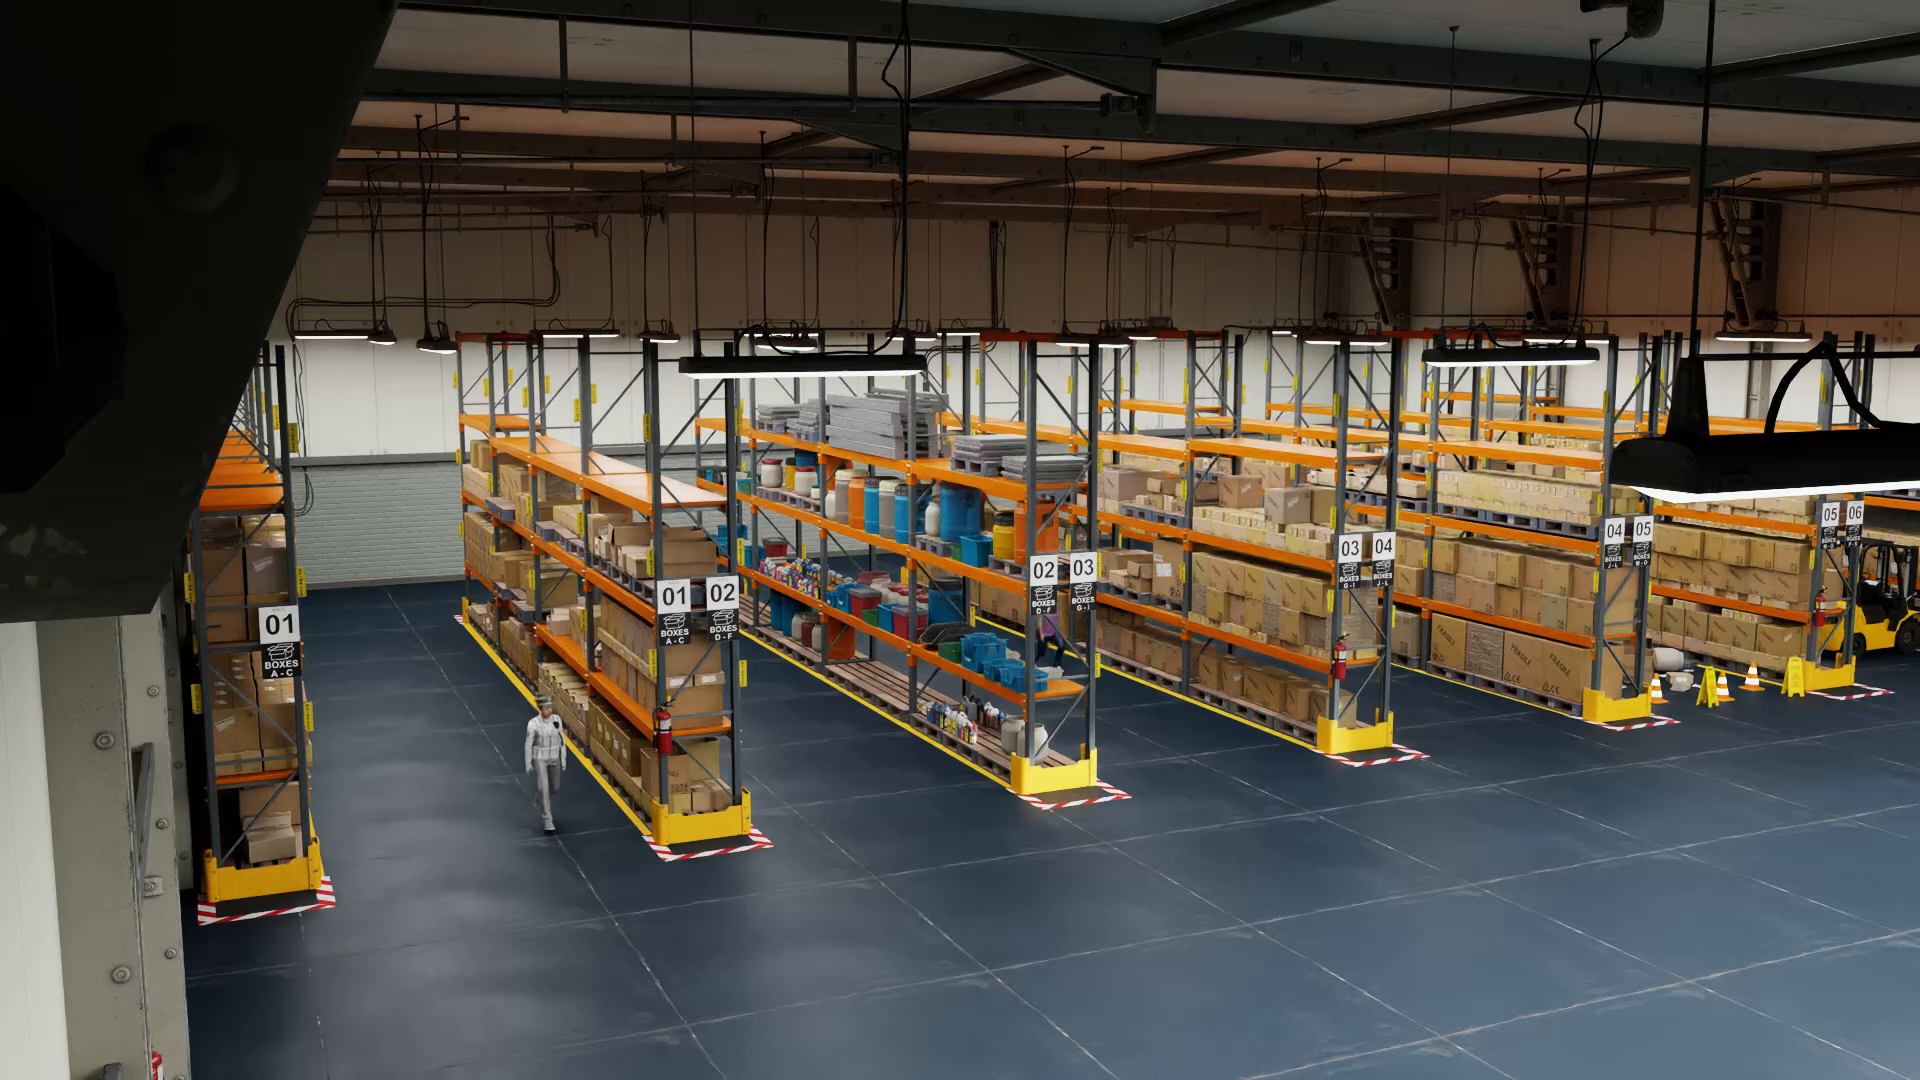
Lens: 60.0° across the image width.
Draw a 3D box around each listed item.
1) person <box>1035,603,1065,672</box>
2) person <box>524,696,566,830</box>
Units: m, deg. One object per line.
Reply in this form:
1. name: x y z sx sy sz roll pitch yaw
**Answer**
1. person: 1.503 1.564 28.436 0.449 1.509 0.899 -4 9 -25
2. person: -5.175 2.728 20.763 0.516 1.633 0.909 -6 10 -38
